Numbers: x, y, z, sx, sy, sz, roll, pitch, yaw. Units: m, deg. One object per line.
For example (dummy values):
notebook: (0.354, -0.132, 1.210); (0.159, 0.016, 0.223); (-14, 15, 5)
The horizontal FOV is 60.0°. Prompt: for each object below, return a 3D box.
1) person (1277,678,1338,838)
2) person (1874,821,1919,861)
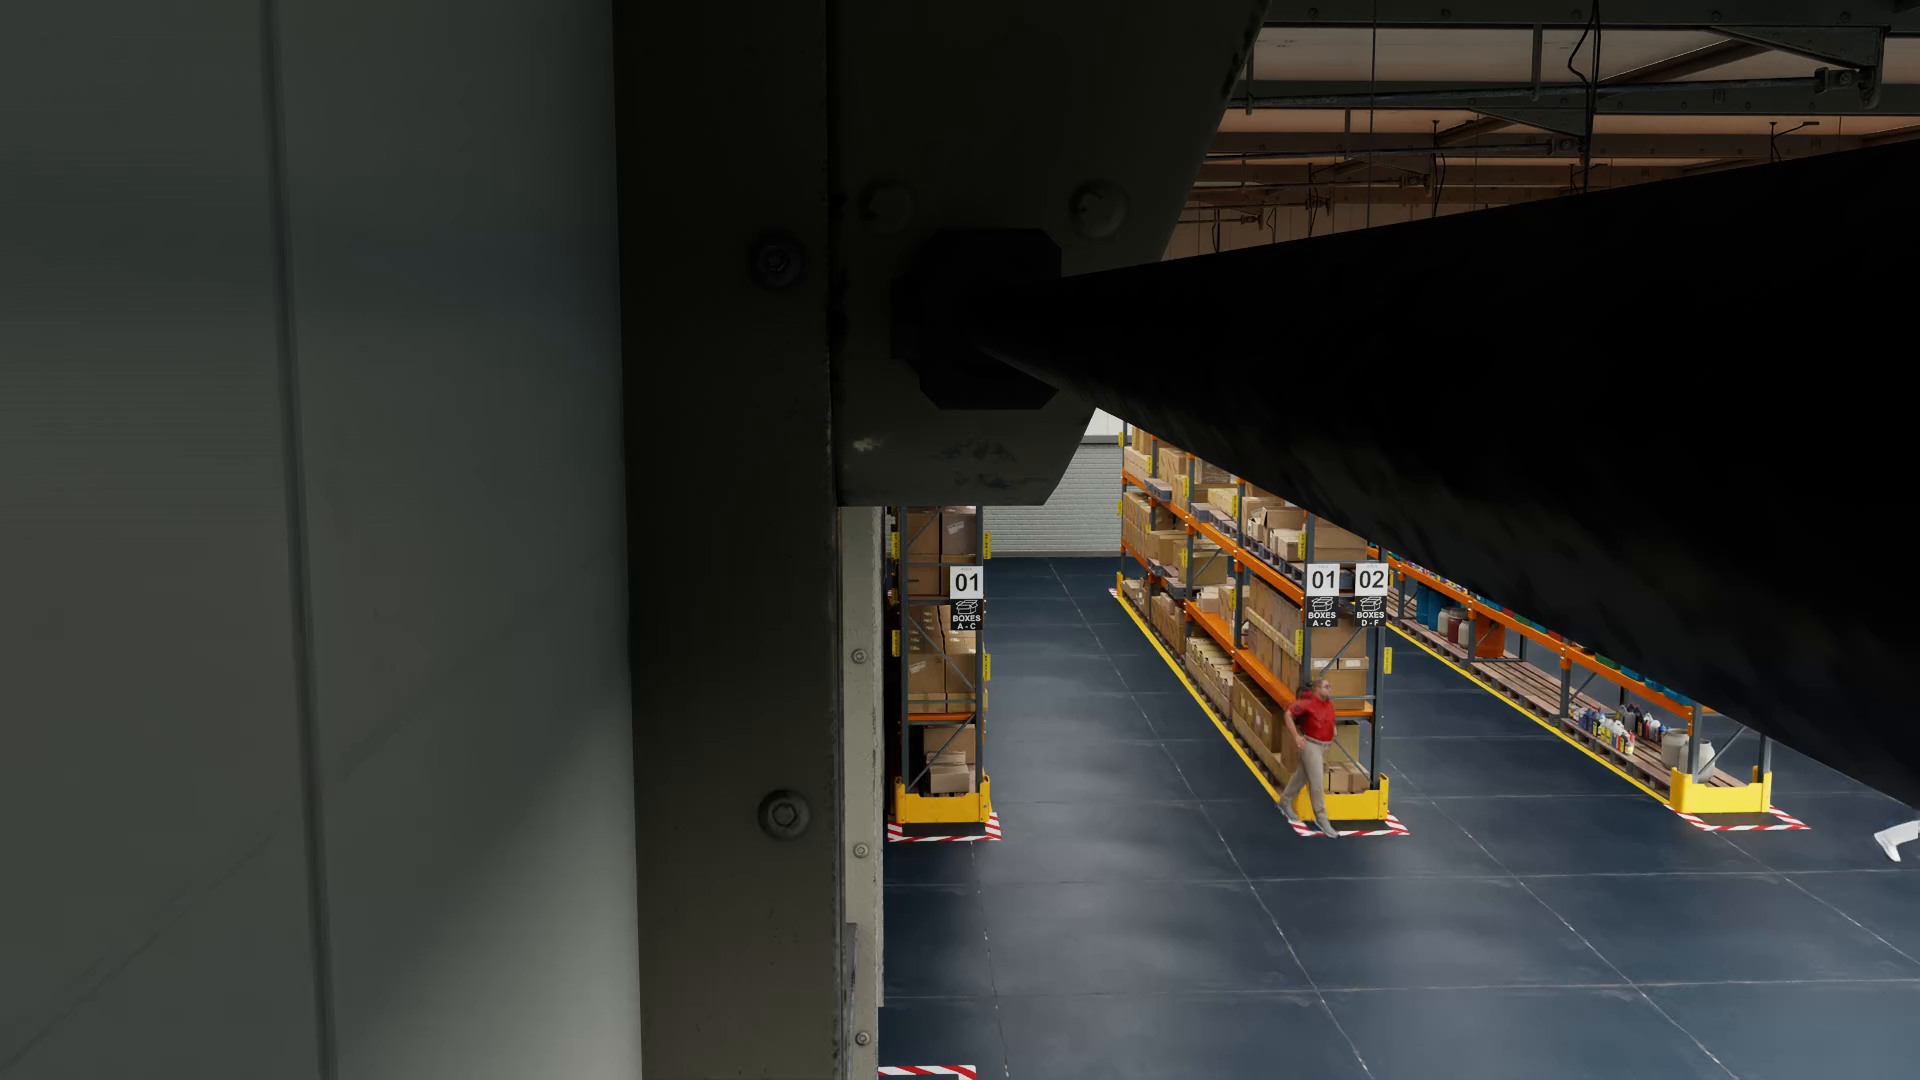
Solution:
person: (4.167, 2.502, 19.547); (0.866, 1.784, 0.689); (6, 10, 38)
person: (10.923, 2.839, 18.705); (1.043, 1.790, 0.717); (5, 9, 29)
